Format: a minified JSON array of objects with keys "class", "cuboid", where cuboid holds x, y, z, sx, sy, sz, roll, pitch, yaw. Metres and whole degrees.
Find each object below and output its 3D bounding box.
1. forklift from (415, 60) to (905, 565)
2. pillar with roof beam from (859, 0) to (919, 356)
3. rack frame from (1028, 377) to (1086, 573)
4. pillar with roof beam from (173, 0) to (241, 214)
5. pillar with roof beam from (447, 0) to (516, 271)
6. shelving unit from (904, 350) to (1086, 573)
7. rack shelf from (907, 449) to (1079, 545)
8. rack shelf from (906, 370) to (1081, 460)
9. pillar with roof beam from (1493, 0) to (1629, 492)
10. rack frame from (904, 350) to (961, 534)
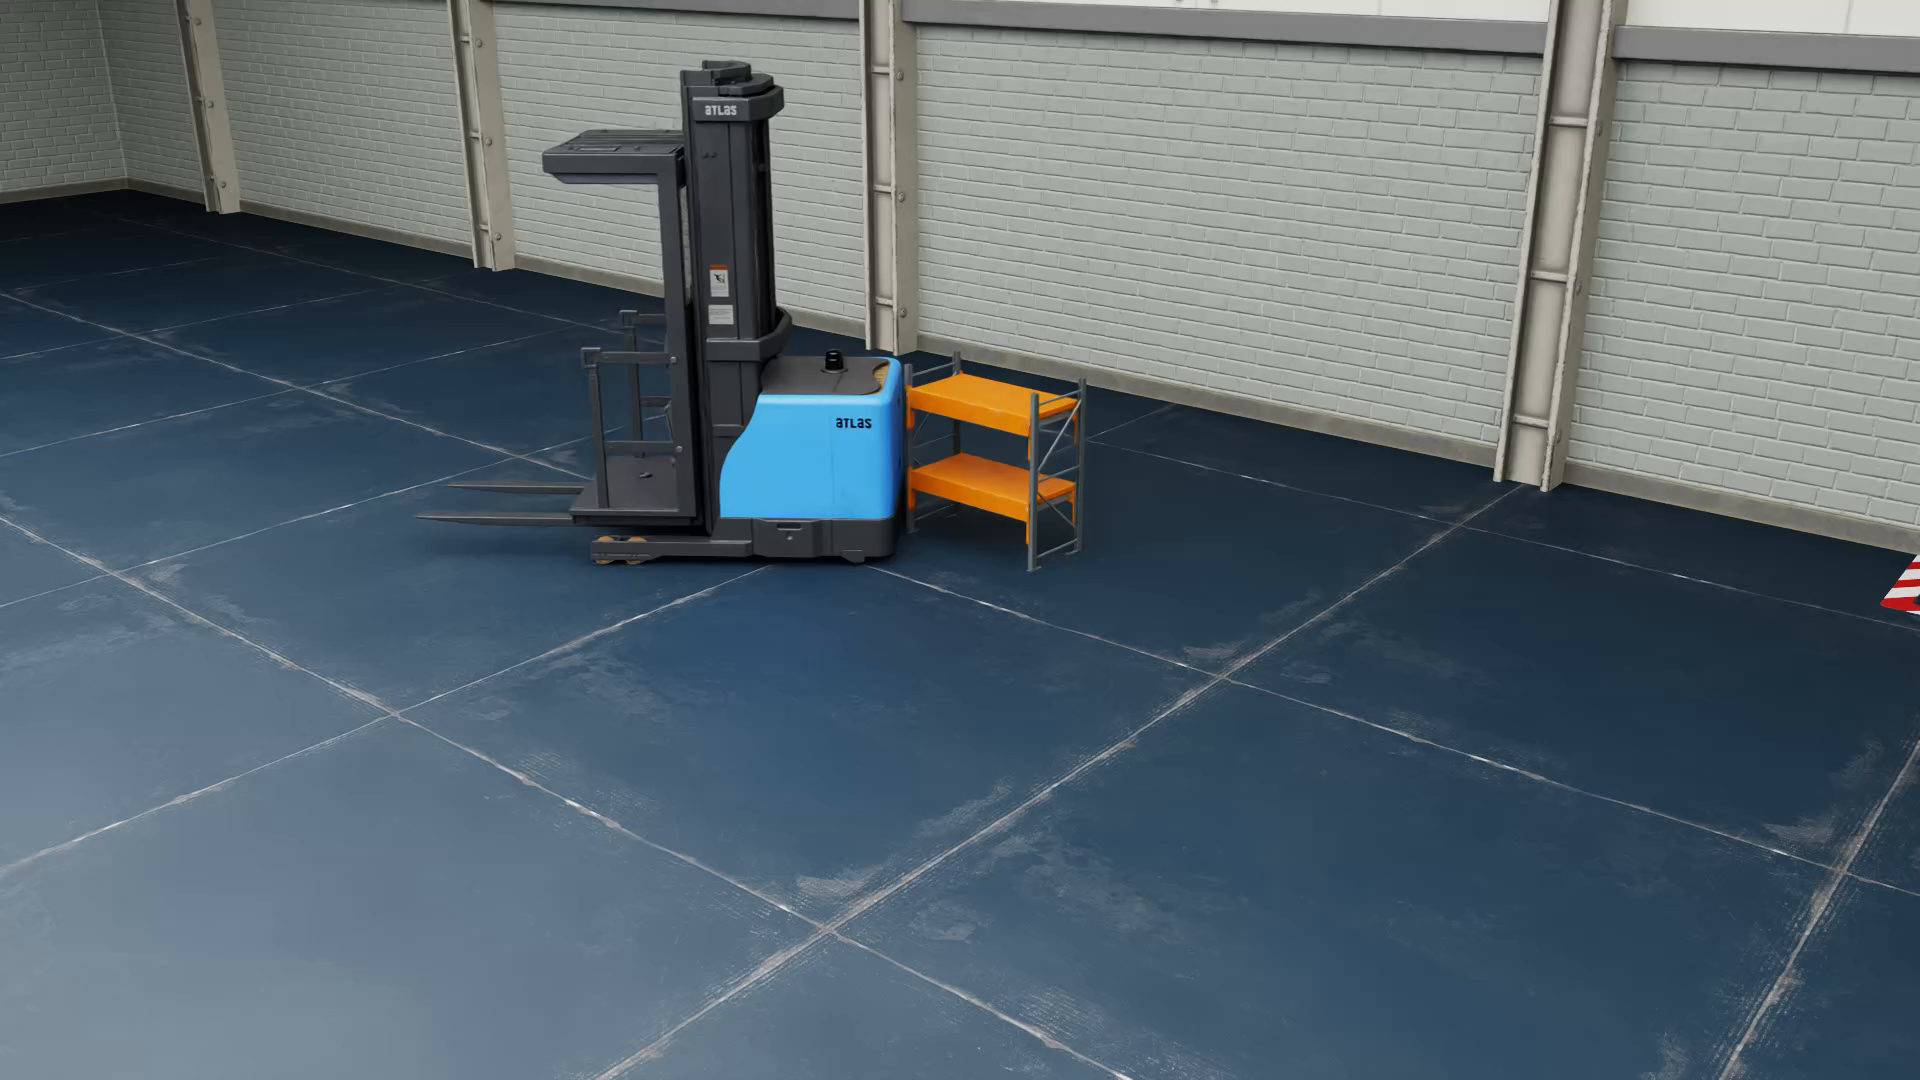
[{"class":"forklift","cuboid":[-1.895,-1.406,10.242,3.031,2.935,1.130,1,21,2]},{"class":"pillar with roof beam","cuboid":[-3.344,-4.792,10.623,0.400,9.000,9.100,16,26,36]},{"class":"rack frame","cuboid":[0.592,-0.396,10.123,0.032,1.125,0.500,17,27,38]},{"class":"pillar with roof beam","cuboid":[-12.640,-7.470,17.723,0.400,9.000,9.100,16,26,36]},{"class":"pillar with roof beam","cuboid":[-7.992,-6.131,14.173,0.400,9.000,9.100,16,26,36]},{"class":"shelving unit","cuboid":[0.210,-0.514,10.438,1.048,1.125,0.538,17,27,38]},{"class":"rack shelf","cuboid":[0.210,-0.286,10.524,1.000,0.278,0.538,17,27,38]},{"class":"rack shelf","cuboid":[0.210,-0.788,10.334,1.000,0.278,0.538,17,27,38]},{"class":"pillar with roof beam","cuboid":[1.305,-3.454,7.074,0.400,9.000,9.100,16,26,36]},{"class":"rack frame","cuboid":[-0.171,-0.633,10.752,0.032,1.125,0.500,17,27,38]}]
